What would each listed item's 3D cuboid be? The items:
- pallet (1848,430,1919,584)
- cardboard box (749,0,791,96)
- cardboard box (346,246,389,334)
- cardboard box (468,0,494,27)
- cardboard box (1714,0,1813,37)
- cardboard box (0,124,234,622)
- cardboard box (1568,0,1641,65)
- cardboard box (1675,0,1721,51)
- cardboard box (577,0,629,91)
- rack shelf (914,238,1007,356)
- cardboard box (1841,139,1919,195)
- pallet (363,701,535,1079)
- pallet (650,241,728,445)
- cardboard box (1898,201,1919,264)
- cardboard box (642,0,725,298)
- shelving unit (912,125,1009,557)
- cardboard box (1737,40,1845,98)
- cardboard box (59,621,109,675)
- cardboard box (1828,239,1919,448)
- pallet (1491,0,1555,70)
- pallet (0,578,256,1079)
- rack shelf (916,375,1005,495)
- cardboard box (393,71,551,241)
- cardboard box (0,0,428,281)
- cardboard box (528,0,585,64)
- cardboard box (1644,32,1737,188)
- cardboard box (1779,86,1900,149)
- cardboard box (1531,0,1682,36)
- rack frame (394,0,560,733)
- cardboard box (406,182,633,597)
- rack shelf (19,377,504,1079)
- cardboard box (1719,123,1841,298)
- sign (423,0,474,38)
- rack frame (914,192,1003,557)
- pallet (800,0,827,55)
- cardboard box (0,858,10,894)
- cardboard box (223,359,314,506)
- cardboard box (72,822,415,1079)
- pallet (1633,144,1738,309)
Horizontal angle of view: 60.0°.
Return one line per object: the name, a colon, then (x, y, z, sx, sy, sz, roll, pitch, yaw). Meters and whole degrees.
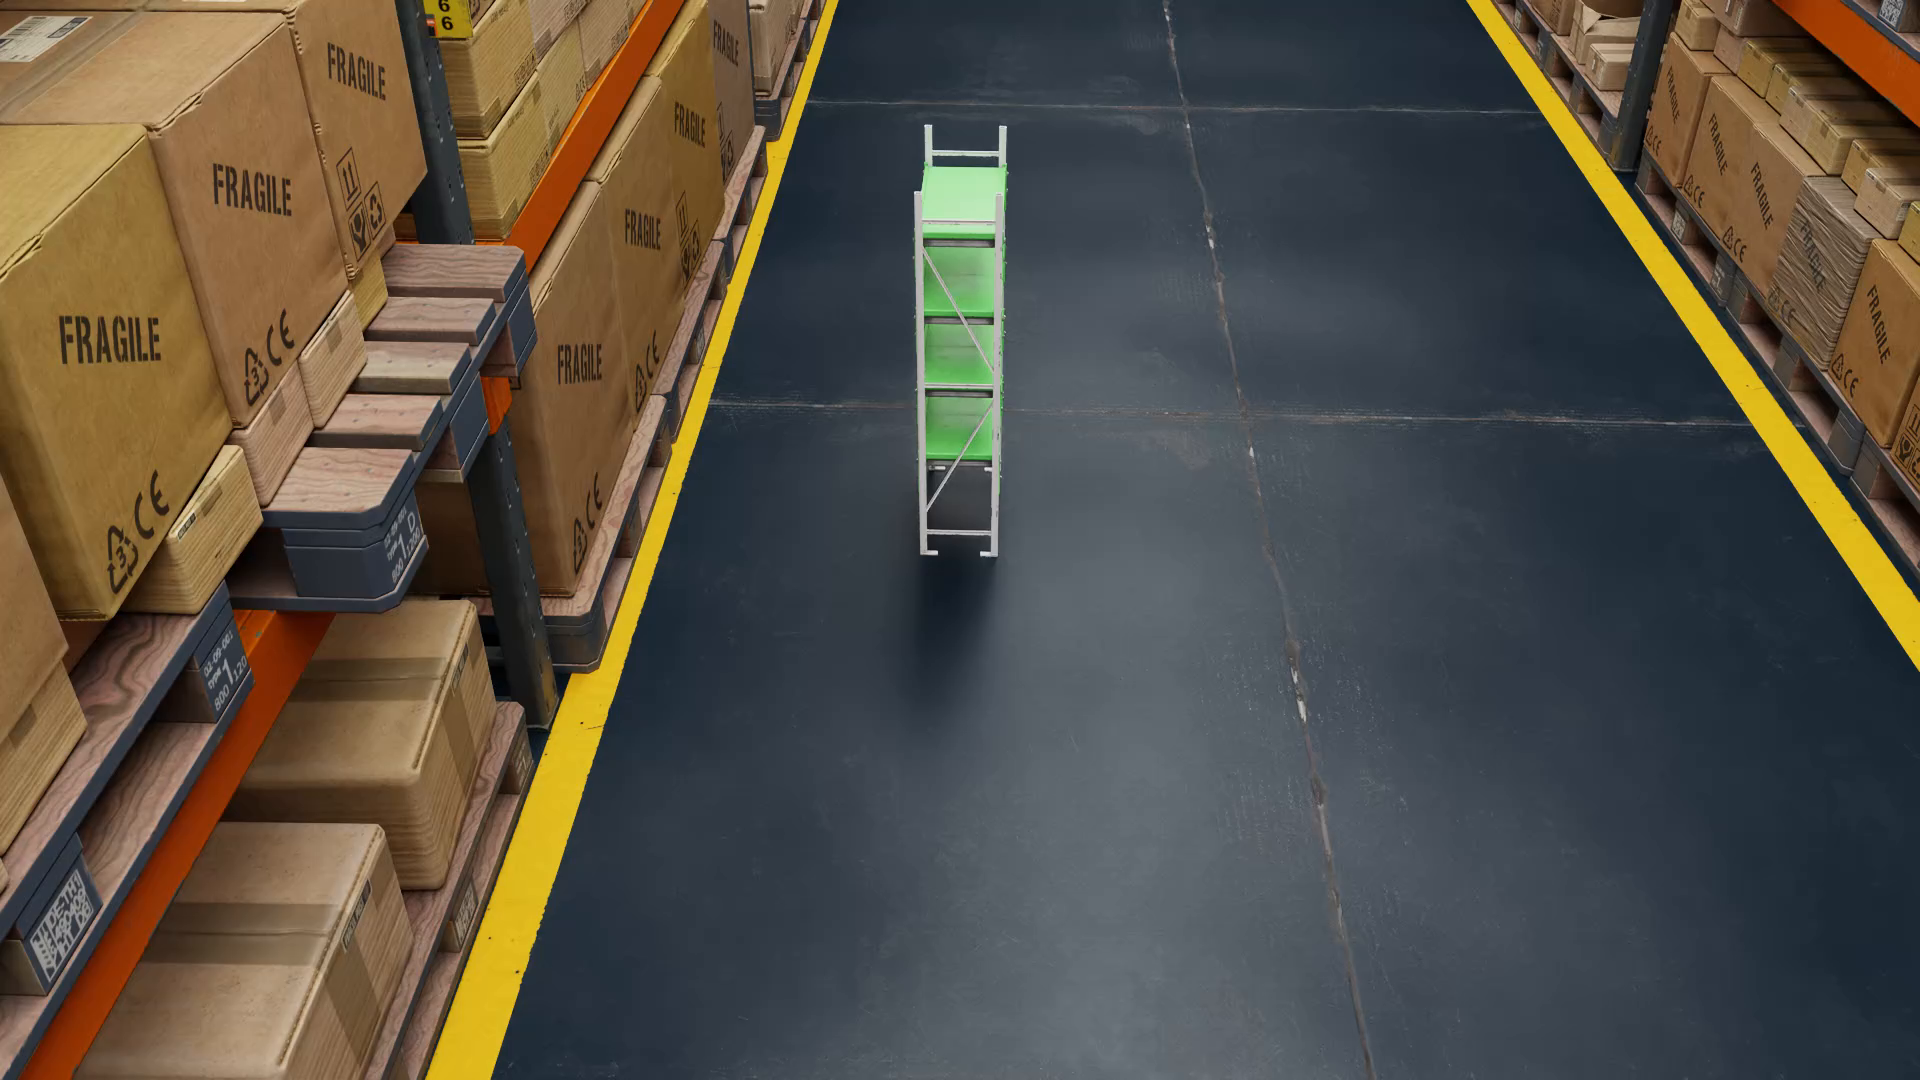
pallet: (3.416, 0.072, 4.964, 1.003, 0.211, 1.213, 1, 35, 2)
cardboard box: (-1.318, -2.533, 8.109, 0.875, 0.438, 0.875, 1, 35, 1)
cardboard box: (-1.328, -0.473, 3.167, 0.380, 0.149, 0.250, 2, 35, 3)
cardboard box: (-1.347, -1.481, 3.792, 0.500, 0.500, 0.500, 0, 35, 0)
cardboard box: (3.266, -2.125, 6.650, 0.380, 0.149, 0.250, 0, 35, 0)
cardboard box: (-1.381, -0.233, 2.261, 0.500, 0.500, 0.500, -1, 35, -1)
cardboard box: (3.253, -2.524, 8.245, 0.396, 0.266, 0.258, 3, 35, 4)
cardboard box: (3.229, -2.153, 6.950, 0.380, 0.149, 0.250, 3, 35, 4)
cardboard box: (-1.310, -1.564, 4.997, 0.500, 0.250, 0.500, 2, 35, 3)
rack shelf: (0.007, -0.730, 4.939, 0.258, 0.148, 0.480, 1, 35, 2)
cardboard box: (3.257, -1.246, 5.659, 0.380, 0.149, 0.250, 1, 35, 2)
pallet: (-1.644, 0.837, 3.876, 1.003, 0.211, 1.213, 1, 35, 2)
pallet: (-1.452, -0.763, 6.151, 1.003, 0.211, 1.213, 1, 35, 2)
cardboard box: (3.215, -0.946, 5.233, 0.380, 0.149, 0.250, 1, 35, 1)
cardboard box: (-1.424, -1.477, 6.225, 0.875, 0.875, 0.875, 2, 35, 3)
shelving unit: (0.007, -0.586, 5.040, 0.258, 1.200, 0.503, 1, 35, 2)
cardboard box: (3.296, -1.845, 6.511, 0.380, 0.149, 0.250, 0, 35, -1)
cardboard box: (-1.444, 0.117, 2.327, 0.380, 0.149, 0.250, 2, 35, 2)
cardboard box: (3.200, -0.626, 5.340, 0.500, 0.500, 0.500, 3, 35, 4)
pallet: (3.584, -2.895, 9.186, 1.003, 0.211, 1.213, 1, 35, 2)
pallet: (-1.650, 0.464, 2.148, 1.003, 0.211, 1.213, 1, 35, 2)
rack shelf: (0.007, -0.337, 5.215, 0.258, 0.148, 0.480, 1, 35, 2)
cardboard box: (-1.340, -0.967, 4.148, 0.500, 0.250, 0.500, 1, 35, 1)
cardboard box: (-1.352, -0.820, 3.097, 0.500, 0.500, 0.500, 0, 35, 1)
cardboard box: (-1.322, -1.479, 4.441, 0.500, 0.250, 0.500, 2, 35, 3)
cardboard box: (3.265, -1.815, 7.033, 0.500, 0.500, 0.500, 3, 35, 4)
cardboard box: (3.251, -1.544, 6.083, 0.380, 0.149, 0.250, 1, 35, 2)
cardboard box: (3.436, -2.950, 8.648, 0.700, 0.500, 0.500, 0, 35, 0)
rack frame: (-1.611, -0.753, 3.713, 1.000, 3.000, 0.127, 1, 35, 2)
cardboard box: (-1.500, -0.451, 4.765, 0.875, 0.875, 0.875, 1, 35, 1)
rack shelf: (-1.692, 0.690, 2.285, 1.077, 0.370, 4.000, 1, 35, 2)
cardboard box: (3.229, -1.222, 6.189, 0.500, 0.500, 0.500, 0, 35, 0)
sign: (-1.069, -1.187, 3.393, 0.100, 0.325, 0.005, 1, 35, 2)
rack frame: (-0.003, -0.446, 4.841, 0.240, 1.200, 0.015, 1, 35, 2)
pallet: (-1.296, -3.048, 9.404, 1.003, 0.211, 1.213, 1, 35, 2)
cardboard box: (-1.354, 0.418, 1.900, 0.380, 0.149, 0.250, 3, 35, 4)
cardboard box: (-1.311, -0.182, 2.754, 0.380, 0.149, 0.250, 0, 35, 0)
cardboard box: (-1.665, 0.899, 3.283, 0.950, 0.372, 0.625, 1, 35, 1)
pallet: (3.514, -1.330, 6.958, 1.003, 0.211, 1.213, 1, 35, 2)
